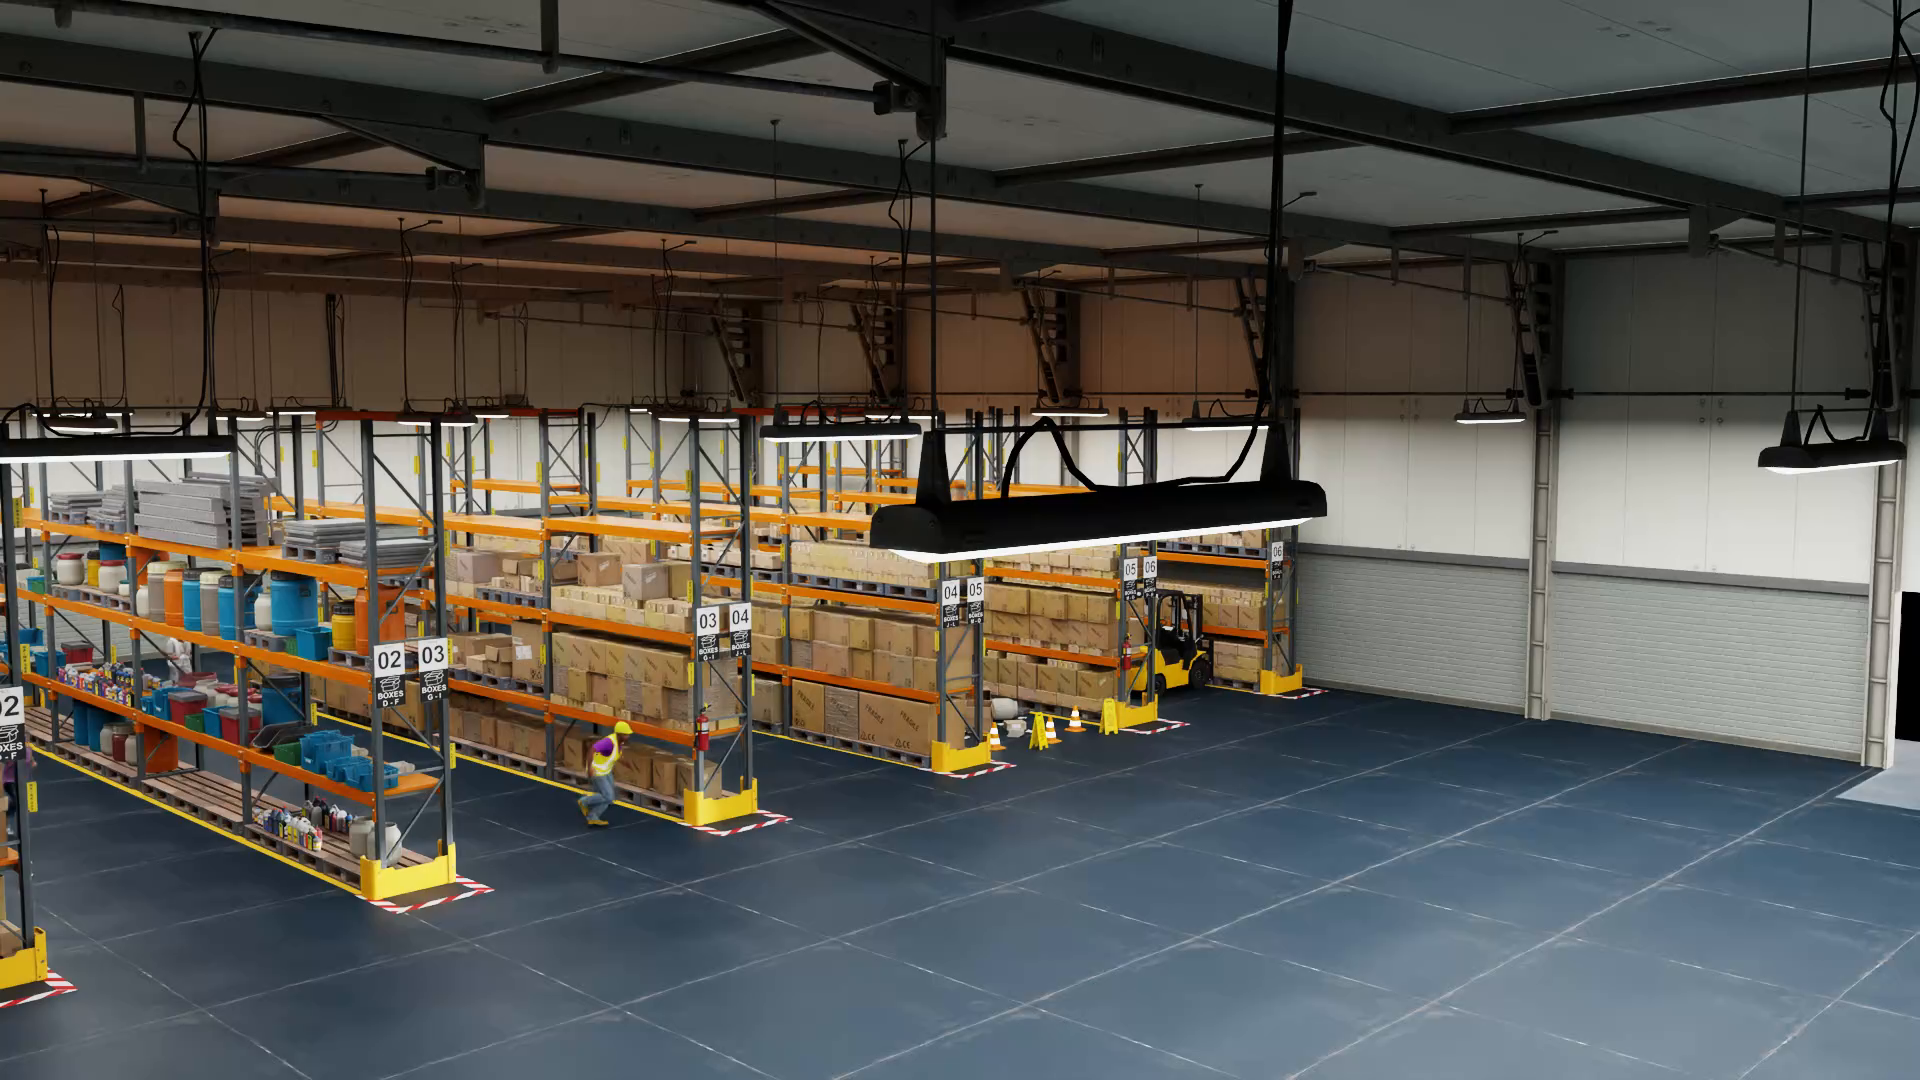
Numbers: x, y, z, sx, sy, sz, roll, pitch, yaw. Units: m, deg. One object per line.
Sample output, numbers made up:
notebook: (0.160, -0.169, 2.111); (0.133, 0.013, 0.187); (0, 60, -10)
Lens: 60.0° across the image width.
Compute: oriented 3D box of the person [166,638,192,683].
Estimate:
person: (-15.699, 2.521, 33.563); (0.896, 1.678, 0.721); (4, 6, 35)

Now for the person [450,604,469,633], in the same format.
person: (-12.229, 1.837, 40.768); (0.717, 1.748, 0.896); (2, 5, 18)

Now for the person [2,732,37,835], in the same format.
person: (-13.476, 3.469, 23.714); (0.736, 1.525, 0.544); (2, 5, 22)

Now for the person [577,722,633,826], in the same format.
person: (-5.174, 3.412, 24.208); (0.891, 1.566, 0.732); (1, 5, 16)
